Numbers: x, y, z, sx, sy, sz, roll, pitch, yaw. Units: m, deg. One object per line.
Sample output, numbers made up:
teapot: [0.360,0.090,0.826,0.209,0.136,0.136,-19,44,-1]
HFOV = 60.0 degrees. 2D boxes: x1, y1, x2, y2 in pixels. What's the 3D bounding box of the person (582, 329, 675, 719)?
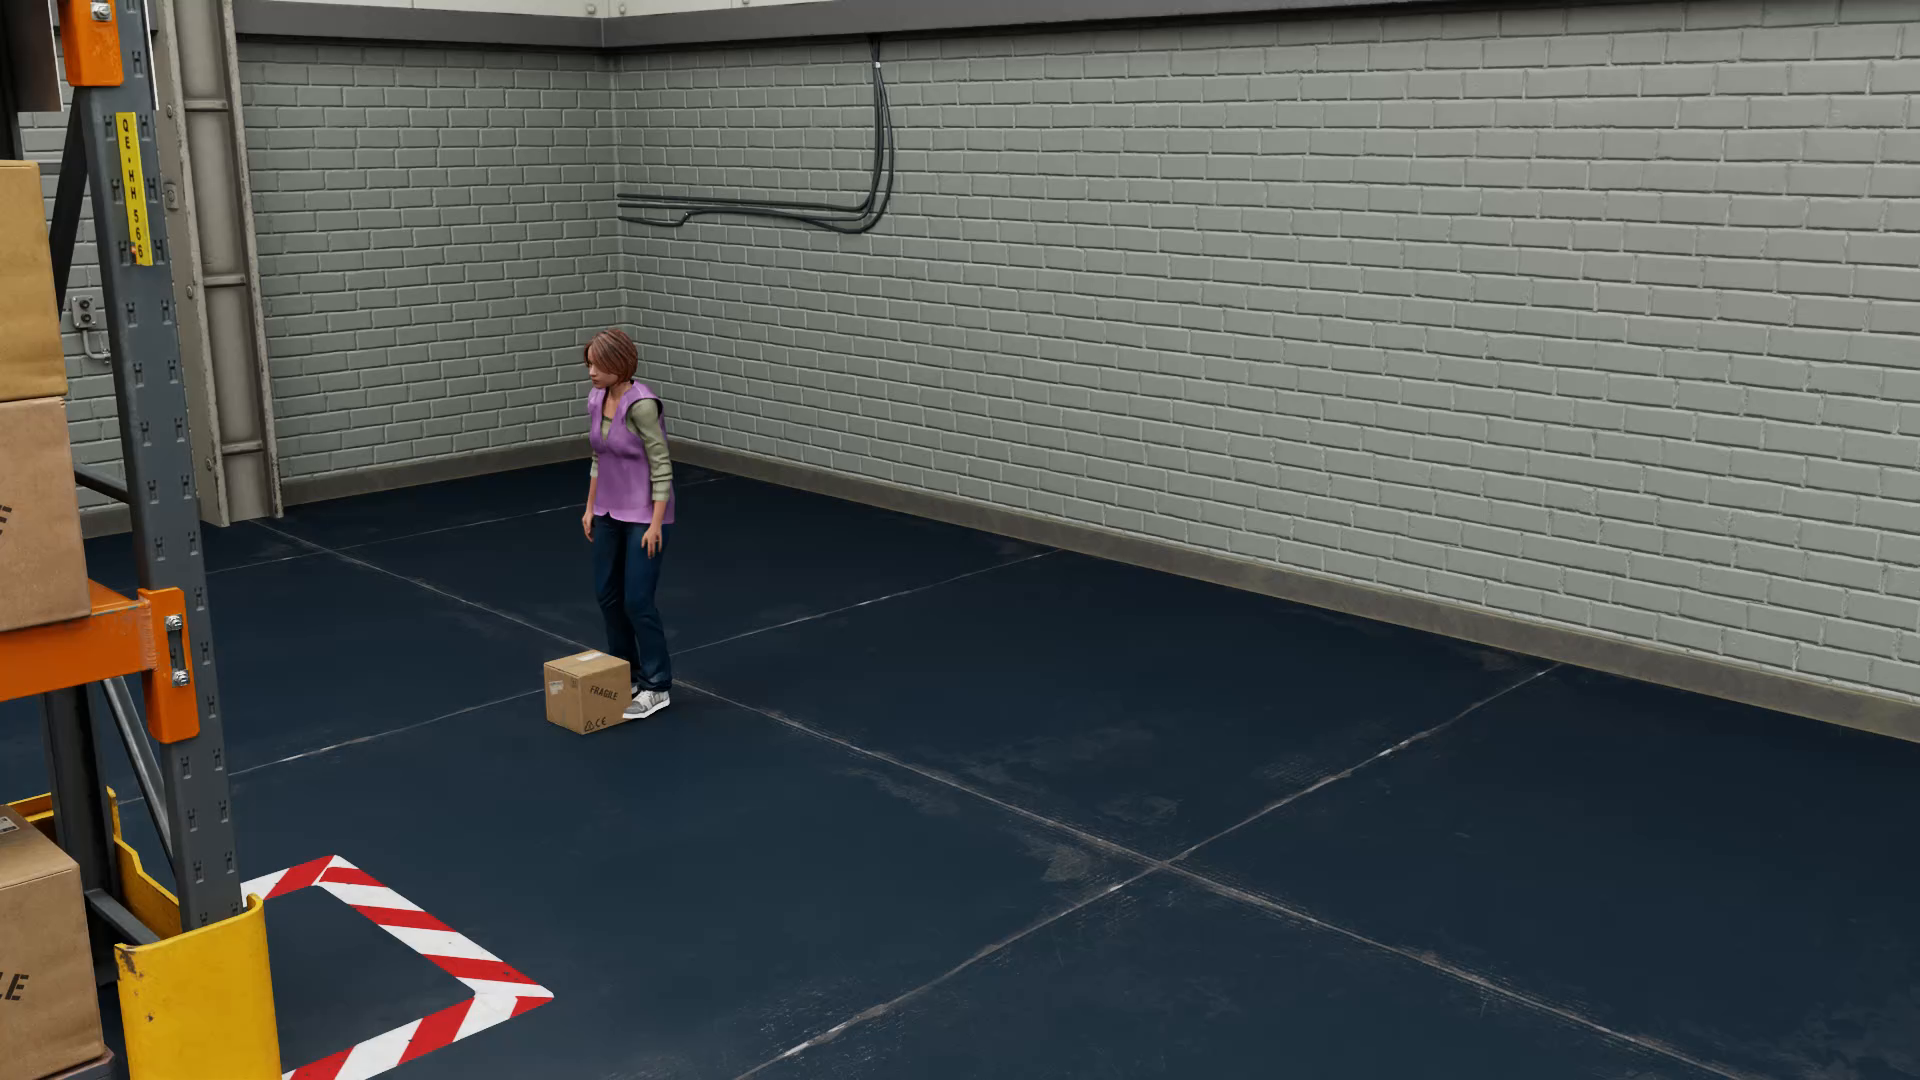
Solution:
person: [-1.360,-0.073,6.814,0.485,1.594,0.341,12,18,39]
